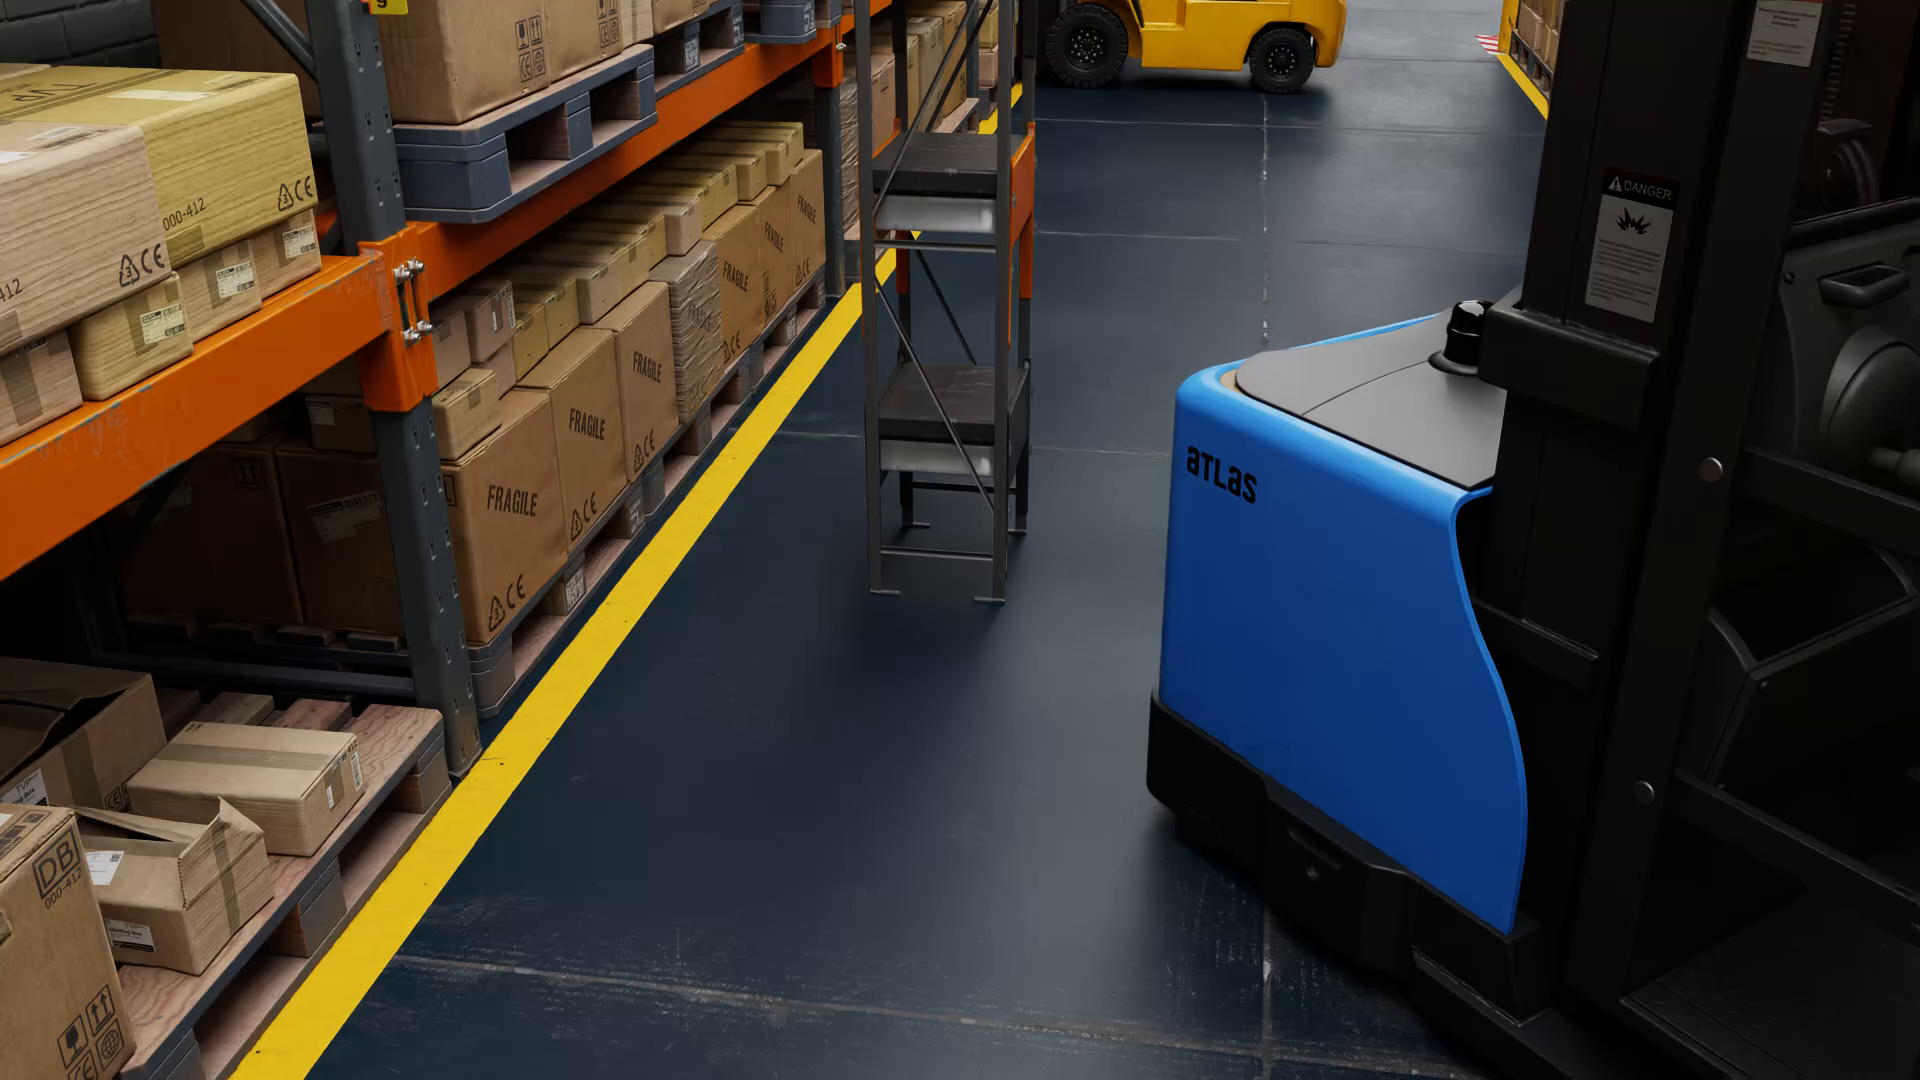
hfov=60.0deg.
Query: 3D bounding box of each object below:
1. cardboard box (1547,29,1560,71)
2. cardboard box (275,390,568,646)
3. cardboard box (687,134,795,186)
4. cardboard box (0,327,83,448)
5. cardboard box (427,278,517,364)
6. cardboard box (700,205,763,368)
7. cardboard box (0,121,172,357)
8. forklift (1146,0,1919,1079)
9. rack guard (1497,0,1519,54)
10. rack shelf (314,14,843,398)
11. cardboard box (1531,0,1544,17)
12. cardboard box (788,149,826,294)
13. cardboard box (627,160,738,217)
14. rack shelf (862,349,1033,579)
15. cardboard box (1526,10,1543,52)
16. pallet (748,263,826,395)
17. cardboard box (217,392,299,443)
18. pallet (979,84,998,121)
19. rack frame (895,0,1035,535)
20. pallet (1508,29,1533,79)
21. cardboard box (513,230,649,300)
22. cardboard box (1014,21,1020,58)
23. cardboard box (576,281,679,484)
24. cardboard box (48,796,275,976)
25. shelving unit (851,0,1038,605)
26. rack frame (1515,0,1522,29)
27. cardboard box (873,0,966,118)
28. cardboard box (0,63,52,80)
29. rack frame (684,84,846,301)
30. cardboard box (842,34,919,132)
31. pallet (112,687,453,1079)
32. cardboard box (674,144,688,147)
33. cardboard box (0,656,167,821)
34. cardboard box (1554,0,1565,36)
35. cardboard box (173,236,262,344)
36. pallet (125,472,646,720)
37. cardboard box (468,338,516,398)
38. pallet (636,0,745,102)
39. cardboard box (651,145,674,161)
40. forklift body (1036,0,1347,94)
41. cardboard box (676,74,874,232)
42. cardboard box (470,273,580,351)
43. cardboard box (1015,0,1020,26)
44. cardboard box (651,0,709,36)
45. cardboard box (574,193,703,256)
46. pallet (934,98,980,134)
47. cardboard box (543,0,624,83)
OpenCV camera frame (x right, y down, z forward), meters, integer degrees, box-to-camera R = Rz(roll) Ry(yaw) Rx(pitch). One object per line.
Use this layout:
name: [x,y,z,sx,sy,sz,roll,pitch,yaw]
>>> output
cardboard box: [4.517,-3.488,11.911,0.500,0.250,0.500,4,25,9]
cardboard box: [-1.383,-0.083,4.341,0.500,0.500,0.500,5,26,11]
cardboard box: [-0.875,-1.522,6.652,0.380,0.149,0.250,3,25,6]
cardboard box: [-1.596,-0.245,2.531,0.380,0.149,0.250,5,25,10]
cardboard box: [-1.368,-0.568,4.262,0.380,0.149,0.250,3,25,6]
cardboard box: [-1.062,-0.949,6.193,0.500,0.500,0.500,5,26,11]
cardboard box: [-1.594,-0.464,2.529,0.500,0.250,0.500,4,25,9]
forklift: [1.659,-0.291,2.414,1.130,2.935,3.031,-15,29,-30]
rack guard: [5.162,-4.350,13.954,1.175,0.500,0.348,4,25,9]
rack shelf: [-1.357,-1.348,5.441,1.077,0.370,4.000,4,25,9]
cardboard box: [4.685,-4.252,12.658,0.500,0.500,0.500,3,25,7]
cardboard box: [-0.887,-1.377,7.107,0.500,0.500,0.500,5,26,10]
cardboard box: [-1.050,-1.308,6.194,0.380,0.149,0.250,5,26,10]
rack shelf: [-0.027,-0.235,4.960,0.431,0.518,0.480,4,25,9]
cardboard box: [4.679,-3.928,12.852,0.500,0.250,0.500,5,26,10]
pallet: [-1.190,-0.938,7.005,1.003,0.211,1.213,4,25,9]
cardboard box: [-1.908,-0.364,4.176,0.380,0.149,0.250,3,25,6]
pallet: [-0.205,-3.251,11.945,1.003,0.211,1.213,4,25,9]
rack frame: [0.013,-0.984,4.875,0.400,2.100,0.015,4,25,9]
pallet: [4.994,-3.882,13.295,1.003,0.211,1.213,4,25,9]
cardboard box: [-1.211,-0.872,5.262,0.380,0.149,0.250,5,26,10]
cardboard box: [0.165,-3.737,12.444,0.500,0.250,0.500,4,25,9]
cardboard box: [-1.220,-0.514,5.264,0.500,0.500,0.500,3,25,7]
cardboard box: [-1.544,0.613,3.132,0.396,0.266,0.258,5,26,10]
shelving unit: [-0.027,-0.882,4.657,0.431,2.100,0.503,4,25,9]
rack frame: [5.175,-5.514,13.492,1.000,3.000,0.127,4,25,9]
cardboard box: [-0.451,-3.079,10.596,0.875,0.625,0.625,5,26,11]
cardboard box: [-2.031,-0.716,3.068,0.500,0.250,0.500,4,25,8]
rack frame: [-1.030,-2.511,7.076,1.000,3.000,0.127,4,25,9]
cardboard box: [-0.706,-2.441,9.232,0.875,0.625,0.625,3,25,6]
pallet: [-1.797,0.712,3.479,1.003,0.211,1.213,4,25,9]
cardboard box: [-1.376,-1.412,7.181,0.500,0.500,0.500,5,26,10]
cardboard box: [-2.025,0.450,3.427,0.500,0.311,0.500,5,26,10]
cardboard box: [4.516,-3.818,11.732,0.500,0.500,0.500,5,26,11]
cardboard box: [-1.508,-0.463,2.997,0.380,0.149,0.250,5,25,10]
pallet: [-1.589,0.082,4.825,1.003,0.211,1.213,4,25,9]
cardboard box: [-1.394,-0.442,4.345,0.380,0.149,0.250,3,25,7]
pallet: [-1.344,-1.610,5.378,1.003,0.211,1.213,4,25,9]
cardboard box: [-1.423,-1.666,6.959,0.380,0.149,0.250,5,26,11]
forklift body: [1.767,-4.553,12.439,2.313,2.155,1.214,4,25,9]
cardboard box: [-0.915,-1.885,8.045,0.875,0.625,0.625,5,26,10]
cardboard box: [-1.332,-0.666,4.823,0.380,0.149,0.250,4,25,8]
cardboard box: [0.181,-3.956,12.322,0.500,0.250,0.500,4,25,8]
cardboard box: [-1.172,-1.805,4.954,0.700,0.500,0.500,4,25,8]
cardboard box: [-1.106,-1.086,5.720,0.380,0.149,0.250,3,25,6]
pallet: [-0.459,-2.610,10.577,1.003,0.211,1.213,4,25,9]
cardboard box: [-1.300,-1.477,4.253,0.700,0.500,0.500,4,25,9]
